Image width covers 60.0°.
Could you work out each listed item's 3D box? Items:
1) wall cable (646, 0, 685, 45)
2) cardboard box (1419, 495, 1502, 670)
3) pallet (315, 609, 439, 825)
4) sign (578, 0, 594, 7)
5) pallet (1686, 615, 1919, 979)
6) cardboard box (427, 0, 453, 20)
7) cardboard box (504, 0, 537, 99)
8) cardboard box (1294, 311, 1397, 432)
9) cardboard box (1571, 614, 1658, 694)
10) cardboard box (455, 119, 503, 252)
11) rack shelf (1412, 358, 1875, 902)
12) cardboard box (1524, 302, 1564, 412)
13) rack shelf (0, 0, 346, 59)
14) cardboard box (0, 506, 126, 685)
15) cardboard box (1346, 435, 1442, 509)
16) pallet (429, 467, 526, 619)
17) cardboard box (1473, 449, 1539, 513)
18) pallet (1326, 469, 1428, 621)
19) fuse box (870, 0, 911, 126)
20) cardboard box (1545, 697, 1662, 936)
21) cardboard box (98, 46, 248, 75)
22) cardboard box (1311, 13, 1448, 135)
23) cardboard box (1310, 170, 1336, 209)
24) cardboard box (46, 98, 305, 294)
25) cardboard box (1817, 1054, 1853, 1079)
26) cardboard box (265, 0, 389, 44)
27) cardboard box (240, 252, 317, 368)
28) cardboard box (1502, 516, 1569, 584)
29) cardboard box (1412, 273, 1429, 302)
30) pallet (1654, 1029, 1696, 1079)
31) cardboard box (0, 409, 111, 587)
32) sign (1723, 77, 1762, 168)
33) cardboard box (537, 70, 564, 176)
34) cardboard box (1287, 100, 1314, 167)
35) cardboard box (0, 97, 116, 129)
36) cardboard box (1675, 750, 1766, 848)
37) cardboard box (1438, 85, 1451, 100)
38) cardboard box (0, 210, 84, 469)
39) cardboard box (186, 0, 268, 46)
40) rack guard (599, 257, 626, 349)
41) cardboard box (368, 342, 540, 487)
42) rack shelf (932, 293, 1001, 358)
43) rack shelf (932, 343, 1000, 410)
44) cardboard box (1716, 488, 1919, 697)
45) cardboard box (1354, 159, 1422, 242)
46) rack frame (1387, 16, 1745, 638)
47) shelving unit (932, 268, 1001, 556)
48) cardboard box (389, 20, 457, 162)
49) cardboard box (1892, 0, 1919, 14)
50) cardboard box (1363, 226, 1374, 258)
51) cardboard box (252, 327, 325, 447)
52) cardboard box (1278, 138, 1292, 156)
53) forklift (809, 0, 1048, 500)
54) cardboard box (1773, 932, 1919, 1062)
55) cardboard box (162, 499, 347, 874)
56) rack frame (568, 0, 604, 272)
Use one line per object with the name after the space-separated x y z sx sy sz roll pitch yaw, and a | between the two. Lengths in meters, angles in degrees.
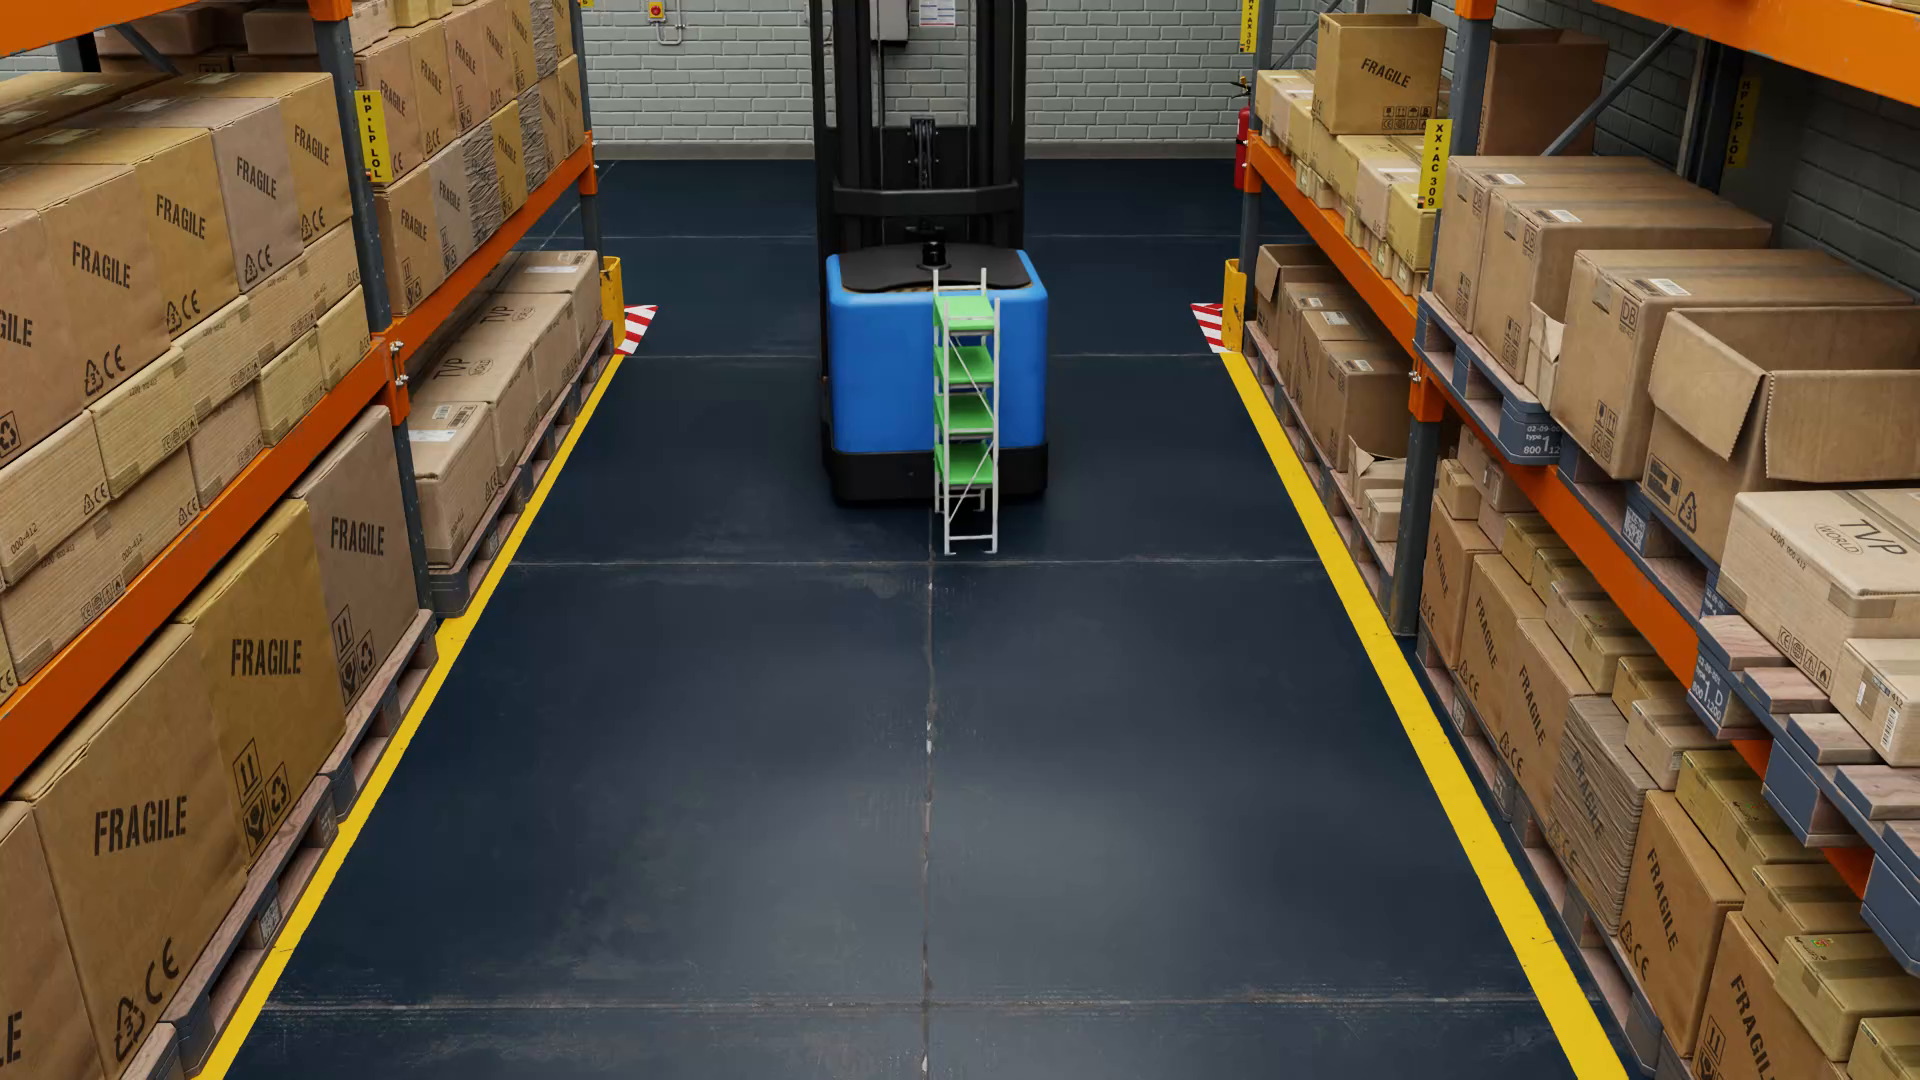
-2.803 -5.415 14.812 0.585 1.953 0.123 0 24 -1 | wall cable
2.069 0.158 6.285 0.500 0.500 0.500 1 24 2 | cardboard box
-2.591 0.622 6.119 1.003 0.211 1.213 0 24 -1 | pallet
-2.175 -3.247 9.596 0.100 0.325 0.005 0 24 -1 | sign
2.255 0.467 3.311 1.213 0.211 1.003 0 24 -1 | pallet
-2.398 -2.317 7.112 0.380 0.149 0.250 -1 24 -2 | cardboard box
-2.438 -2.499 8.301 0.500 0.500 0.500 0 24 -1 | cardboard box
2.033 -0.868 8.552 0.500 0.500 0.500 0 24 0 | cardboard box
2.104 0.349 5.076 0.380 0.149 0.250 1 24 1 | cardboard box
-2.418 -1.619 7.568 0.500 0.500 0.500 0 24 0 | cardboard box
2.311 0.162 4.625 1.077 0.370 4.000 0 24 -1 | rack shelf
1.920 -0.546 4.971 0.396 0.266 0.258 1 24 2 | cardboard box
-2.653 -1.181 3.954 1.077 0.370 4.000 0 24 -1 | rack shelf
-2.408 0.120 4.027 0.500 0.250 0.500 1 24 1 | cardboard box
1.985 -0.311 7.606 0.396 0.266 0.258 1 24 1 | cardboard box
-2.605 -0.009 7.515 1.003 0.211 1.213 0 24 -1 | pallet
2.077 -0.218 5.967 0.380 0.149 0.250 -1 24 -3 | cardboard box
2.282 -0.002 7.500 1.003 0.211 1.213 0 24 -1 | pallet
-0.701 -4.300 15.181 0.539 1.711 0.414 0 24 -1 | fuse box
2.085 0.797 4.872 0.500 0.500 0.500 -1 24 -2 | cardboard box
-2.956 -1.661 6.447 0.500 0.500 0.500 0 24 -1 | cardboard box
1.997 -2.241 7.976 0.500 0.500 0.500 0 24 1 | cardboard box
1.962 -1.748 8.279 0.380 0.149 0.250 0 24 1 | cardboard box
-2.406 -1.071 5.144 0.500 0.500 0.500 0 24 0 | cardboard box
2.113 1.432 3.467 0.500 0.500 0.500 0 24 1 | cardboard box
-2.437 -2.000 6.410 0.380 0.149 0.250 0 24 0 | cardboard box
-2.414 -0.739 5.320 0.500 0.250 0.500 0 24 1 | cardboard box
2.121 0.030 5.779 0.380 0.149 0.250 -1 24 -3 | cardboard box
2.033 -1.006 6.639 0.380 0.149 0.250 0 24 0 | cardboard box
2.362 1.621 3.910 1.003 0.211 1.213 0 24 -1 | pallet
-2.387 -0.106 3.919 0.500 0.250 0.500 0 24 -1 | cardboard box
2.844 -1.522 6.069 0.100 0.325 0.005 0 24 -1 | sign
-2.458 -2.256 8.976 0.500 0.500 0.500 -1 24 -2 | cardboard box
1.995 -2.101 8.576 0.500 0.250 0.500 -1 24 -2 | cardboard box
-2.924 -1.075 5.153 0.500 0.500 0.500 0 24 -1 | cardboard box
2.120 0.675 4.354 0.380 0.149 0.250 -1 24 -1 | cardboard box
2.520 -2.305 9.027 0.500 0.250 0.500 0 24 0 | cardboard box
-2.397 -0.441 3.751 0.500 0.500 0.500 0 24 1 | cardboard box
-2.891 -1.998 6.405 0.380 0.149 0.250 0 24 1 | cardboard box
-2.718 -1.485 10.428 1.175 0.500 0.348 0 24 -1 | rack guard
-2.585 -0.618 8.077 0.875 0.438 0.875 -1 24 -2 | cardboard box
0.024 -0.962 7.411 0.258 0.148 0.480 -2 24 -5 | rack shelf
0.024 -0.743 7.510 0.258 0.148 0.480 -2 24 -5 | rack shelf
1.997 0.102 3.557 0.500 0.250 0.500 -1 24 -3 | cardboard box
2.019 -1.472 7.187 0.500 0.250 0.500 0 24 0 | cardboard box
2.289 -0.990 6.299 1.000 3.000 0.127 0 24 -1 | rack frame
0.024 -0.583 7.583 0.258 1.200 0.503 -2 24 -5 | shelving unit
-2.437 -1.873 6.916 0.500 0.500 0.500 -1 24 -1 | cardboard box
2.078 -1.058 2.991 0.500 0.250 0.500 0 24 0 | cardboard box
2.005 -1.328 7.352 0.380 0.149 0.250 0 24 1 | cardboard box
-2.413 -0.504 5.407 0.500 0.250 0.500 -1 24 -1 | cardboard box
2.023 -2.283 9.462 0.380 0.149 0.250 0 24 1 | cardboard box
-0.234 -2.098 8.833 1.130 2.935 3.031 -2 24 -5 | forklift
2.040 0.995 3.646 0.380 0.149 0.250 -1 24 -3 | cardboard box
-2.570 0.438 5.211 0.875 0.875 0.875 0 24 1 | cardboard box
-2.718 -2.615 9.891 1.000 3.000 0.127 0 24 -1 | rack frame
